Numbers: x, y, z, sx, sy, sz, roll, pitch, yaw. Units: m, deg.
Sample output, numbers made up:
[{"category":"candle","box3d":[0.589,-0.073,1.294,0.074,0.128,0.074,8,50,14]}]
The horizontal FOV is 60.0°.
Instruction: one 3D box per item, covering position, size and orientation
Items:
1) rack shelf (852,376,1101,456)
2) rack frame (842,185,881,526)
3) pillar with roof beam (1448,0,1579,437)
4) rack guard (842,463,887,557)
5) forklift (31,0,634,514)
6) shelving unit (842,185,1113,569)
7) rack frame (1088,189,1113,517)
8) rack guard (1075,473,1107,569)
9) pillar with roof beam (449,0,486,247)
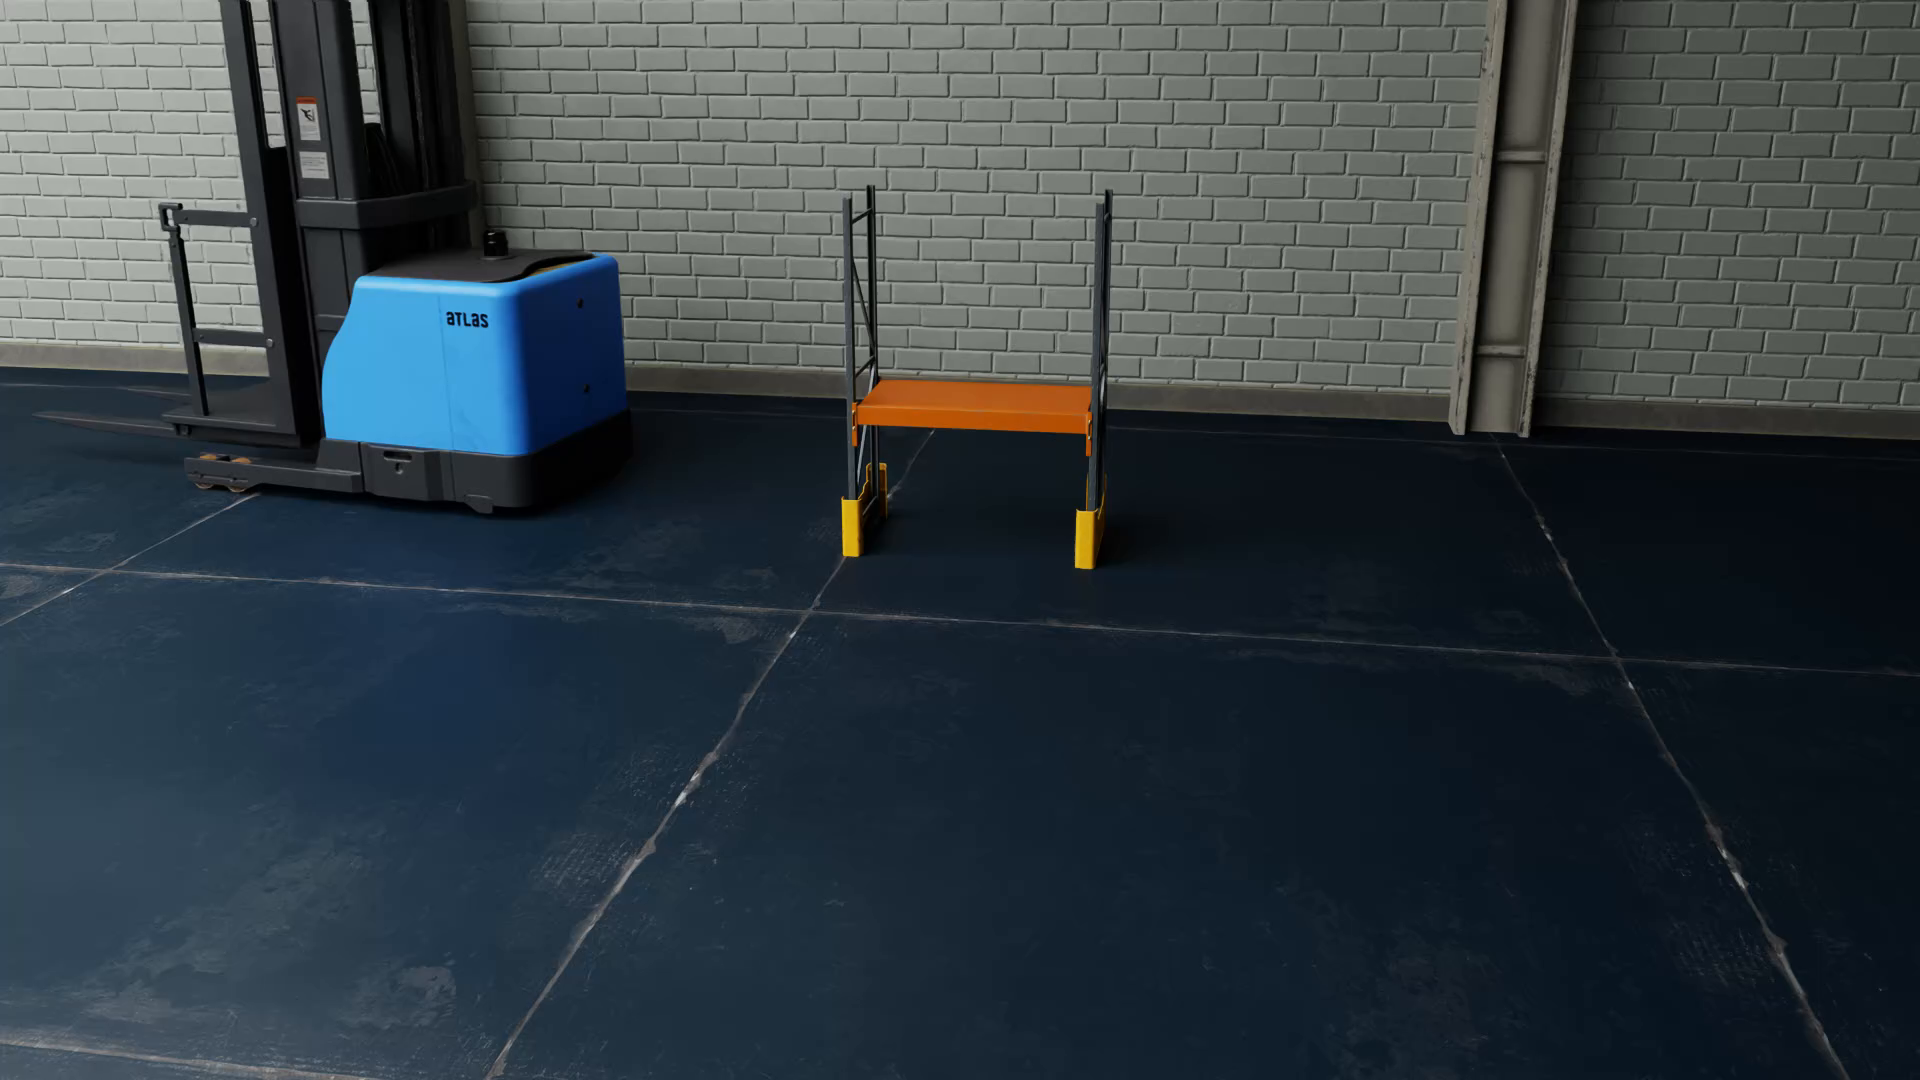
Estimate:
[{"category":"rack shelf","box3d":[0.084,-0.536,7.109,1.000,0.185,0.538,3,19,9]},{"category":"rack frame","box3d":[-0.418,-0.733,7.129,0.032,1.500,0.500,3,19,9]},{"category":"pillar with roof beam","box3d":[2.216,-3.529,3.668,0.400,9.000,9.100,3,19,9]},{"category":"rack guard","box3d":[-0.416,-0.140,7.327,0.087,0.250,0.587,3,19,9]},{"category":"forklift","box3d":[-3.218,-1.767,7.966,3.031,2.935,1.130,6,19,17]},{"category":"shelving unit","box3d":[0.075,-0.707,7.054,1.083,1.500,0.587,3,19,9]},{"category":"rack frame","box3d":[0.586,-0.681,6.976,0.032,1.500,0.500,3,19,9]},{"category":"rack guard","box3d":[0.567,-0.090,7.177,0.087,0.250,0.587,3,19,9]},{"category":"pillar with roof beam","box3d":[-3.708,-3.831,4.570,0.400,9.000,9.100,3,19,9]}]
